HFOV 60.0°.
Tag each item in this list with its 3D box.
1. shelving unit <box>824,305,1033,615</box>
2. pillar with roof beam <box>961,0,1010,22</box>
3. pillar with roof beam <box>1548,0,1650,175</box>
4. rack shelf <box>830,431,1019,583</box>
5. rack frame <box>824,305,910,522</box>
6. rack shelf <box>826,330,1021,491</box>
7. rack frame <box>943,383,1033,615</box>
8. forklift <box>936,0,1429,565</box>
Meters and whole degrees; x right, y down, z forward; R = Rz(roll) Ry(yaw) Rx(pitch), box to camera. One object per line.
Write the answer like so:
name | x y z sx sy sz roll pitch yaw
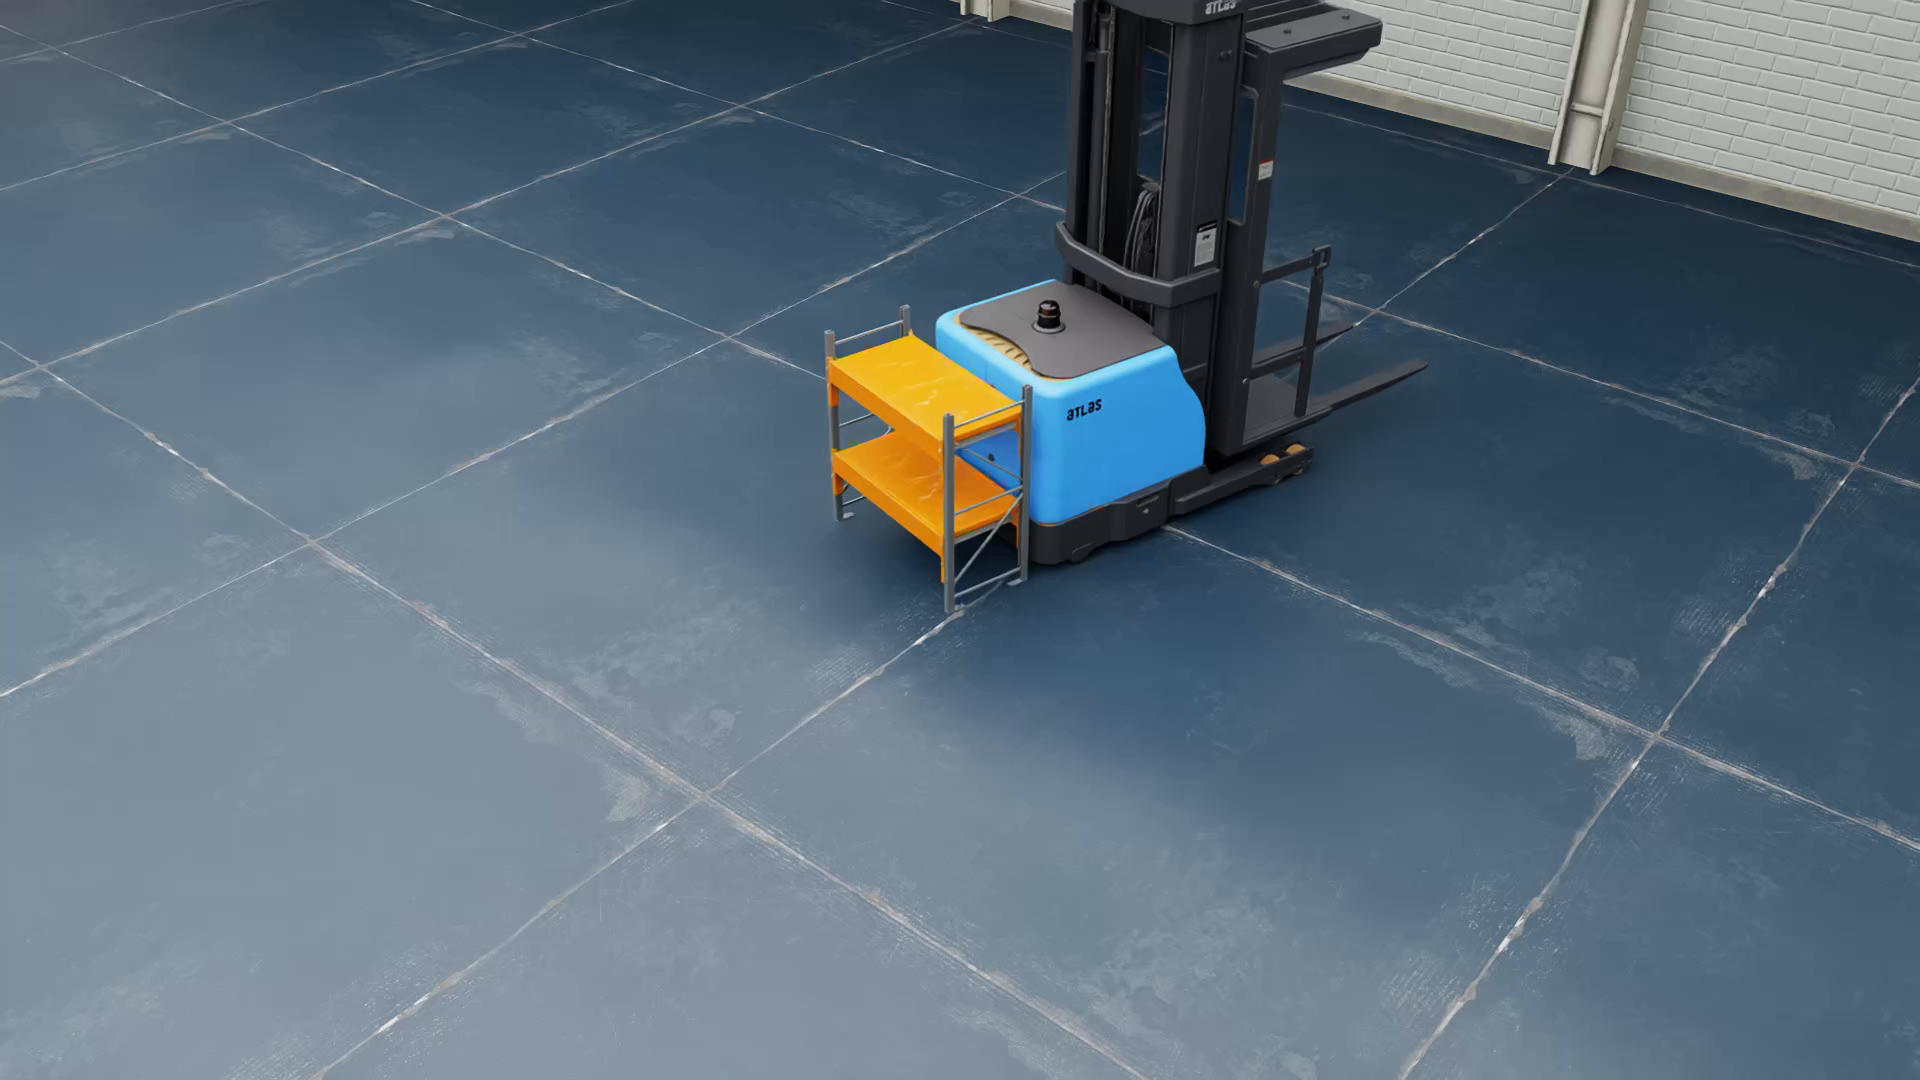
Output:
shelving unit | -0.167 -0.418 8.365 0.538 1.125 1.048 -22 40 -29
pillar with roof beam | -2.503 -6.965 10.943 0.400 9.000 9.100 25 42 32
pillar with roof beam | 2.109 -4.792 7.778 0.400 9.000 9.100 25 42 32
rack shelf | -0.167 -0.216 8.503 0.538 0.278 1.000 -22 40 -29
rack frame | -0.466 -0.650 8.704 0.500 1.125 0.032 -22 40 -29
rack shelf | -0.167 -0.659 8.199 0.538 0.278 1.000 -22 40 -29
rack frame | 0.132 -0.185 8.026 0.500 1.125 0.032 -22 40 -29
forklift | 1.359 -1.735 8.688 3.031 2.935 1.130 -22 40 -28
